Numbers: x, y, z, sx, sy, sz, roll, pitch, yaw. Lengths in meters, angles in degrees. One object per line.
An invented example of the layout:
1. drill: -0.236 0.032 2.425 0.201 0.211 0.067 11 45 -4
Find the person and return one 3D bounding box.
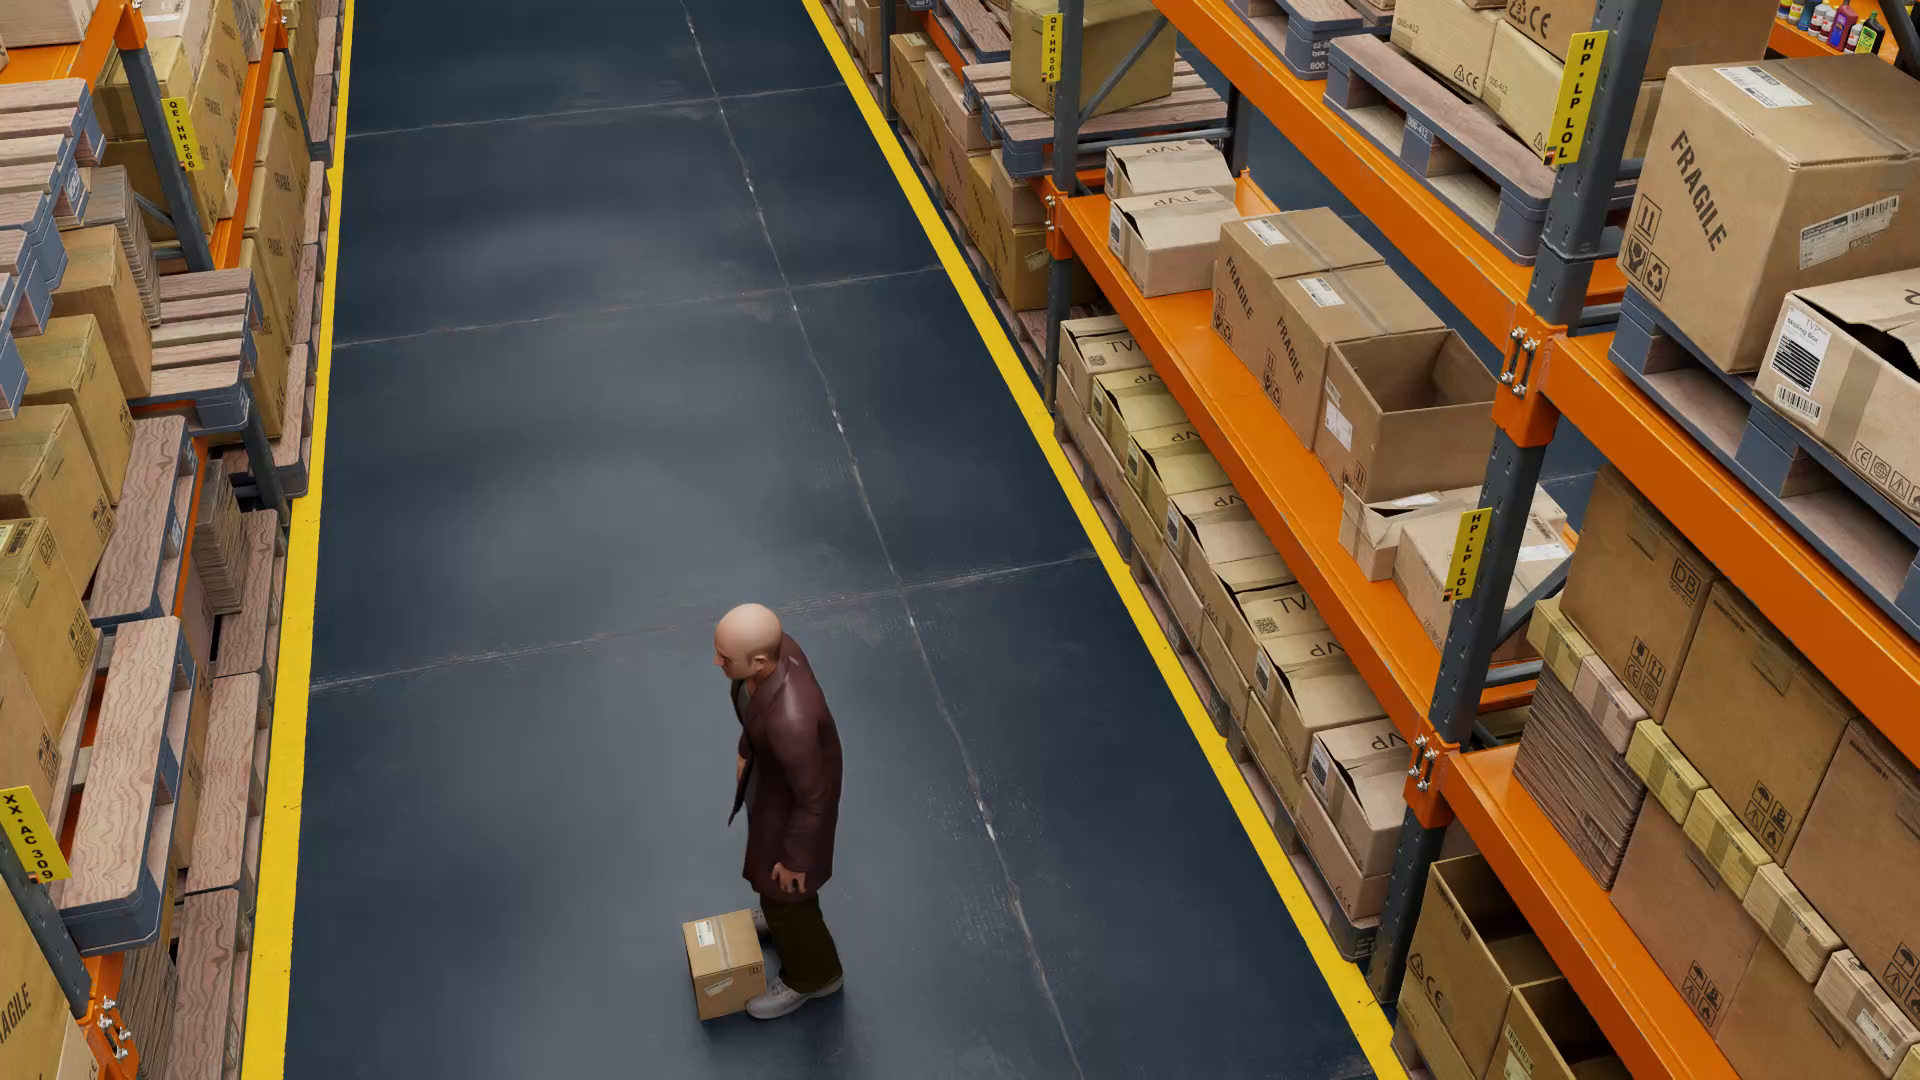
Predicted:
1. person: -0.605 0.892 5.574 0.423 1.773 0.653 -11 39 -14
